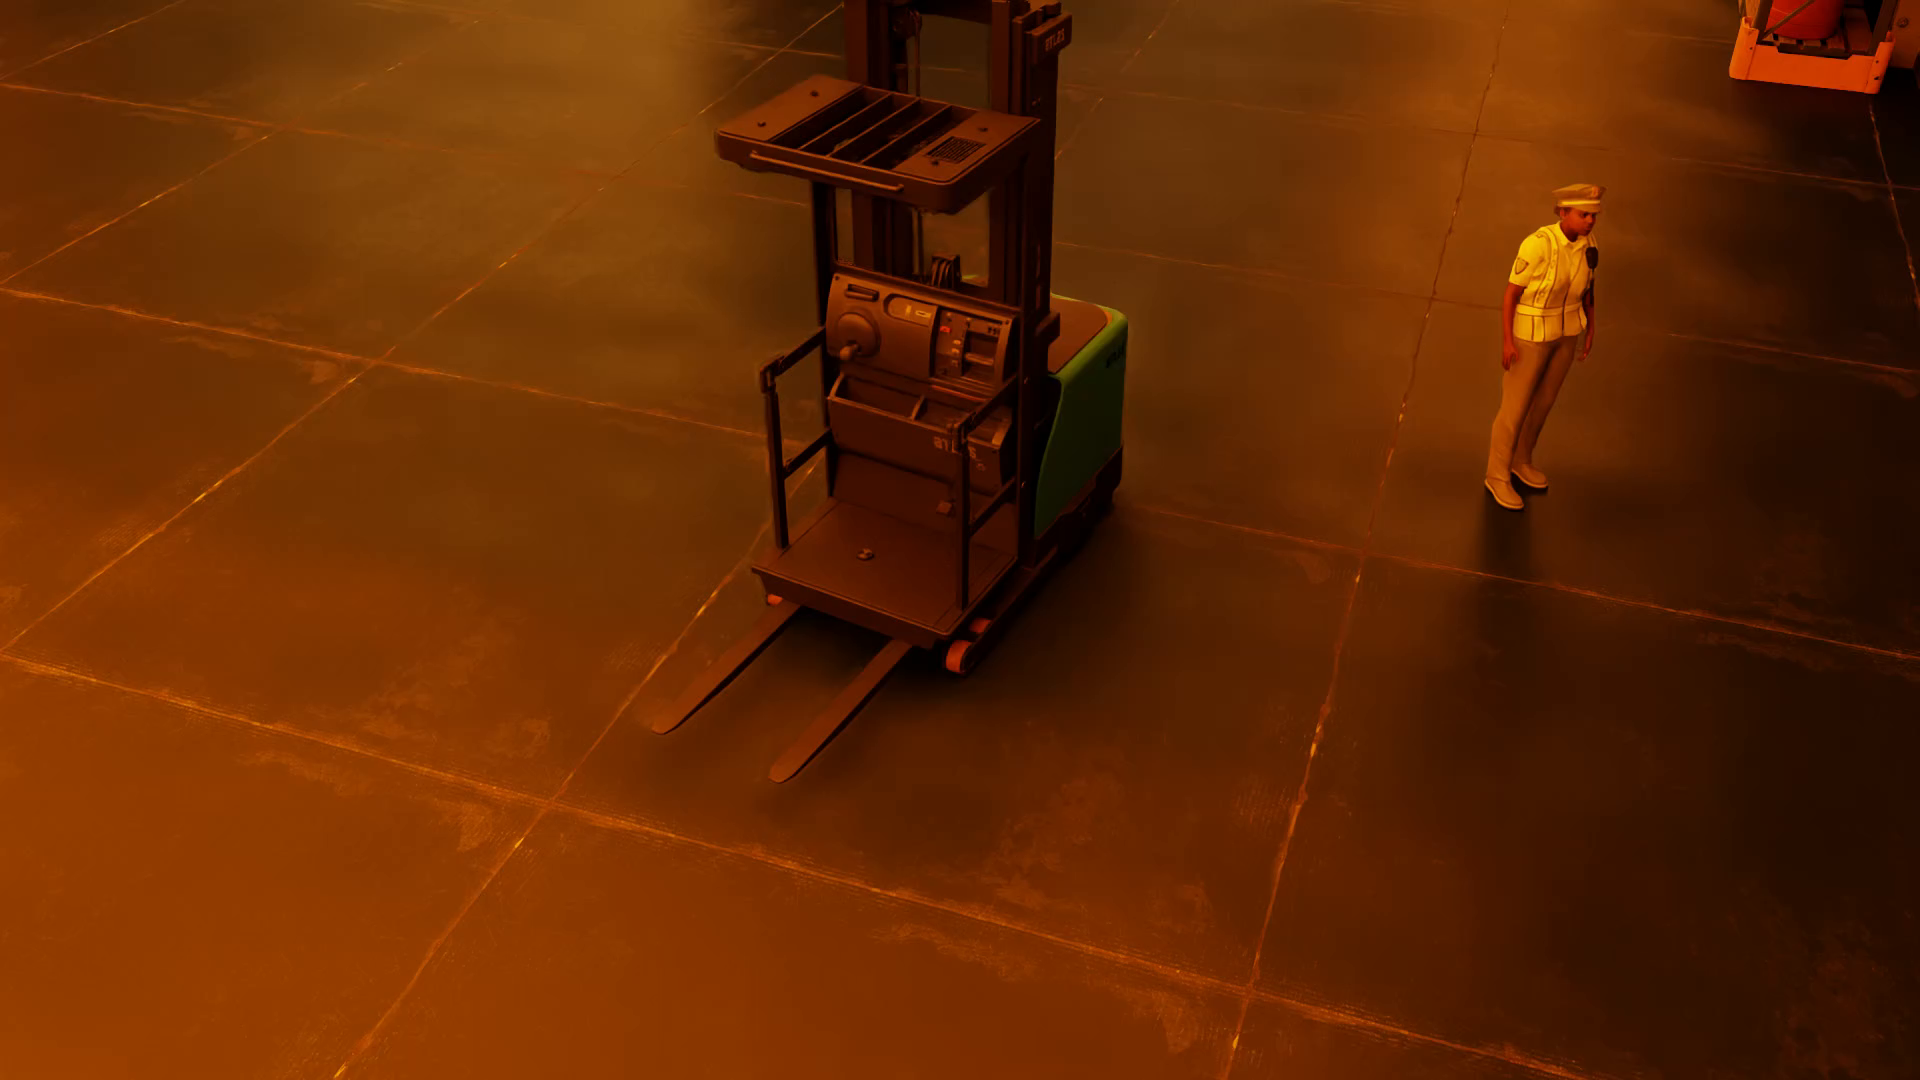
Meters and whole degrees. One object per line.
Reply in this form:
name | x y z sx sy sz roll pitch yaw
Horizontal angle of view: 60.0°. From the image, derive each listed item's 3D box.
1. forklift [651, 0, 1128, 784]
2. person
forklift | -0.293 -0.870 7.337 1.130 2.935 3.031 18 39 23
person | 3.077 -1.024 8.620 0.564 1.697 0.525 -13 37 -17
